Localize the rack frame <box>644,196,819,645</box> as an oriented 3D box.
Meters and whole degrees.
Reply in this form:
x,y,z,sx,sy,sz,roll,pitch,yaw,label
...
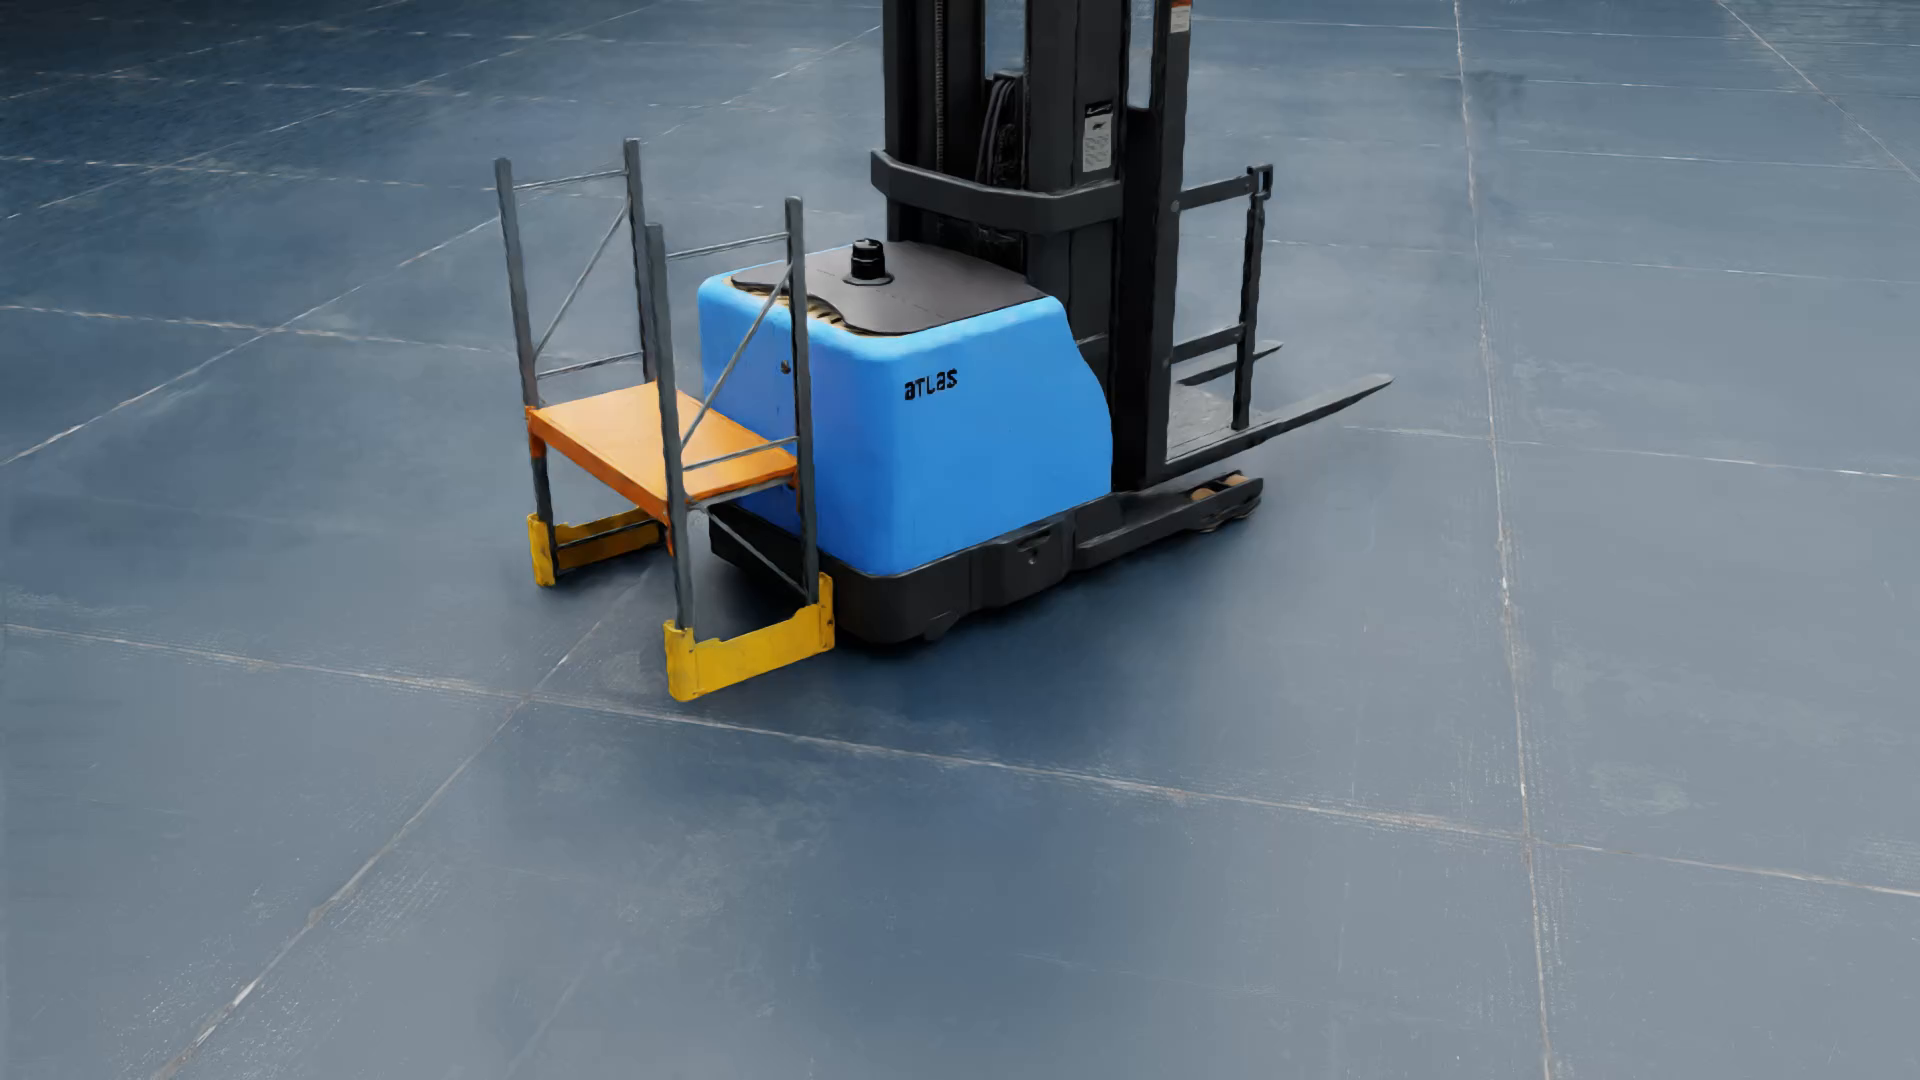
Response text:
x,y,z,sx,sy,sz,roll,pitch,yaw,label
-0.665,-0.259,5.046,0.500,1.500,0.032,-18,31,-33,rack frame

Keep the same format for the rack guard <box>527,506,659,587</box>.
x,y,z,sx,sy,sz,roll,pitch,yaw,label
-1.270,-0.035,6.030,0.587,0.250,0.087,-18,31,-33,rack guard

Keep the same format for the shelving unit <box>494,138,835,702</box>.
x,y,z,sx,sy,sz,roll,pitch,yaw,label
-0.969,-0.429,5.403,0.587,1.500,1.083,-18,31,-33,shelving unit

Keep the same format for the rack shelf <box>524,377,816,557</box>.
x,y,z,sx,sy,sz,roll,pitch,yaw,label
-0.974,-0.270,5.487,0.538,0.185,1.000,-18,31,-33,rack shelf

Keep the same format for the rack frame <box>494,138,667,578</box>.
x,y,z,sx,sy,sz,roll,pitch,yaw,label
-1.284,-0.605,5.774,0.500,1.500,0.032,-18,31,-33,rack frame

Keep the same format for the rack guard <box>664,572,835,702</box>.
x,y,z,sx,sy,sz,roll,pitch,yaw,label
-0.664,0.305,5.317,0.587,0.250,0.087,-18,31,-33,rack guard

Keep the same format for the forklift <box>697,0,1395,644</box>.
x,y,z,sx,sy,sz,roll,pitch,yaw,label
0.534,-1.503,5.996,3.031,2.935,1.130,-21,32,-37,forklift
